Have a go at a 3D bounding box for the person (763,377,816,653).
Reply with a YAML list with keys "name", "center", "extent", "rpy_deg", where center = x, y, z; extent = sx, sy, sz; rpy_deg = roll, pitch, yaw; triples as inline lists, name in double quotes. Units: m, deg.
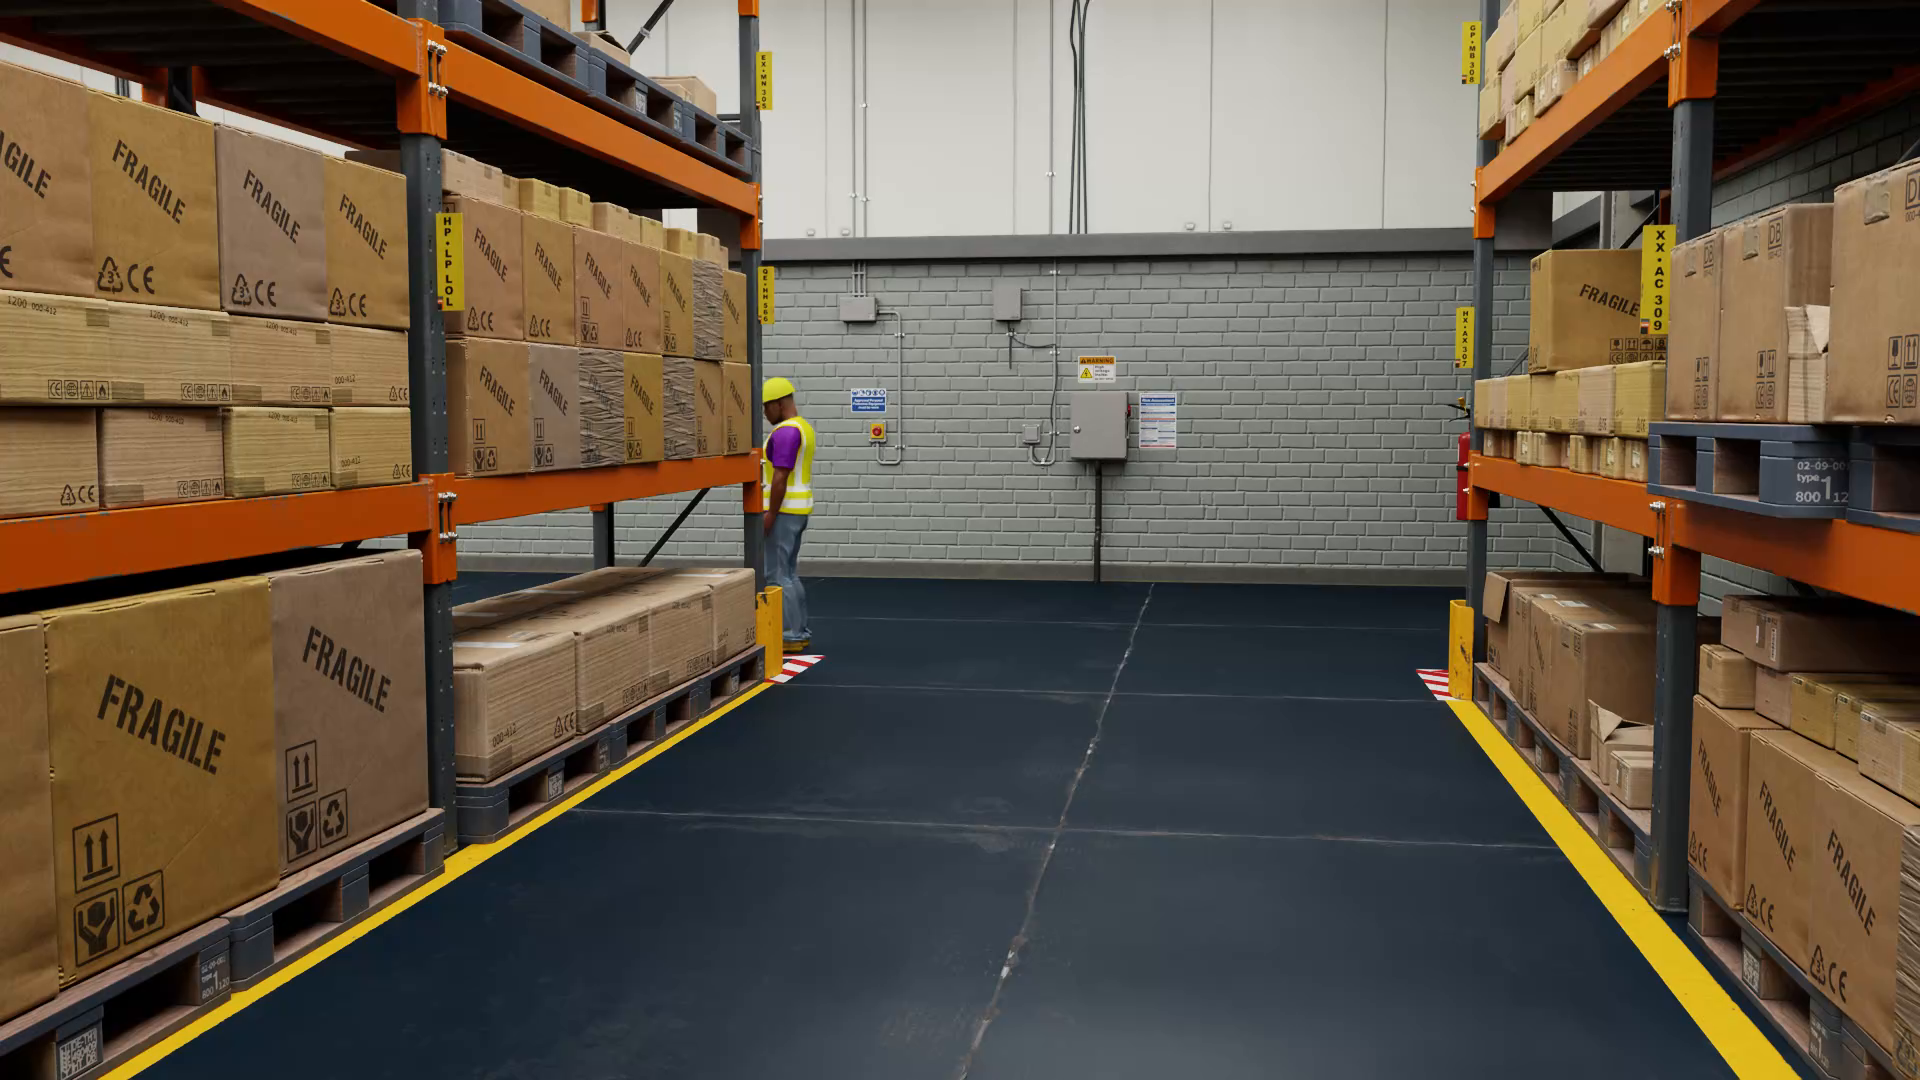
- name: "person"
  center: [-1.133, -0.165, 10.687]
  extent: [0.379, 1.754, 0.571]
  rpy_deg: [0, 4, 5]
